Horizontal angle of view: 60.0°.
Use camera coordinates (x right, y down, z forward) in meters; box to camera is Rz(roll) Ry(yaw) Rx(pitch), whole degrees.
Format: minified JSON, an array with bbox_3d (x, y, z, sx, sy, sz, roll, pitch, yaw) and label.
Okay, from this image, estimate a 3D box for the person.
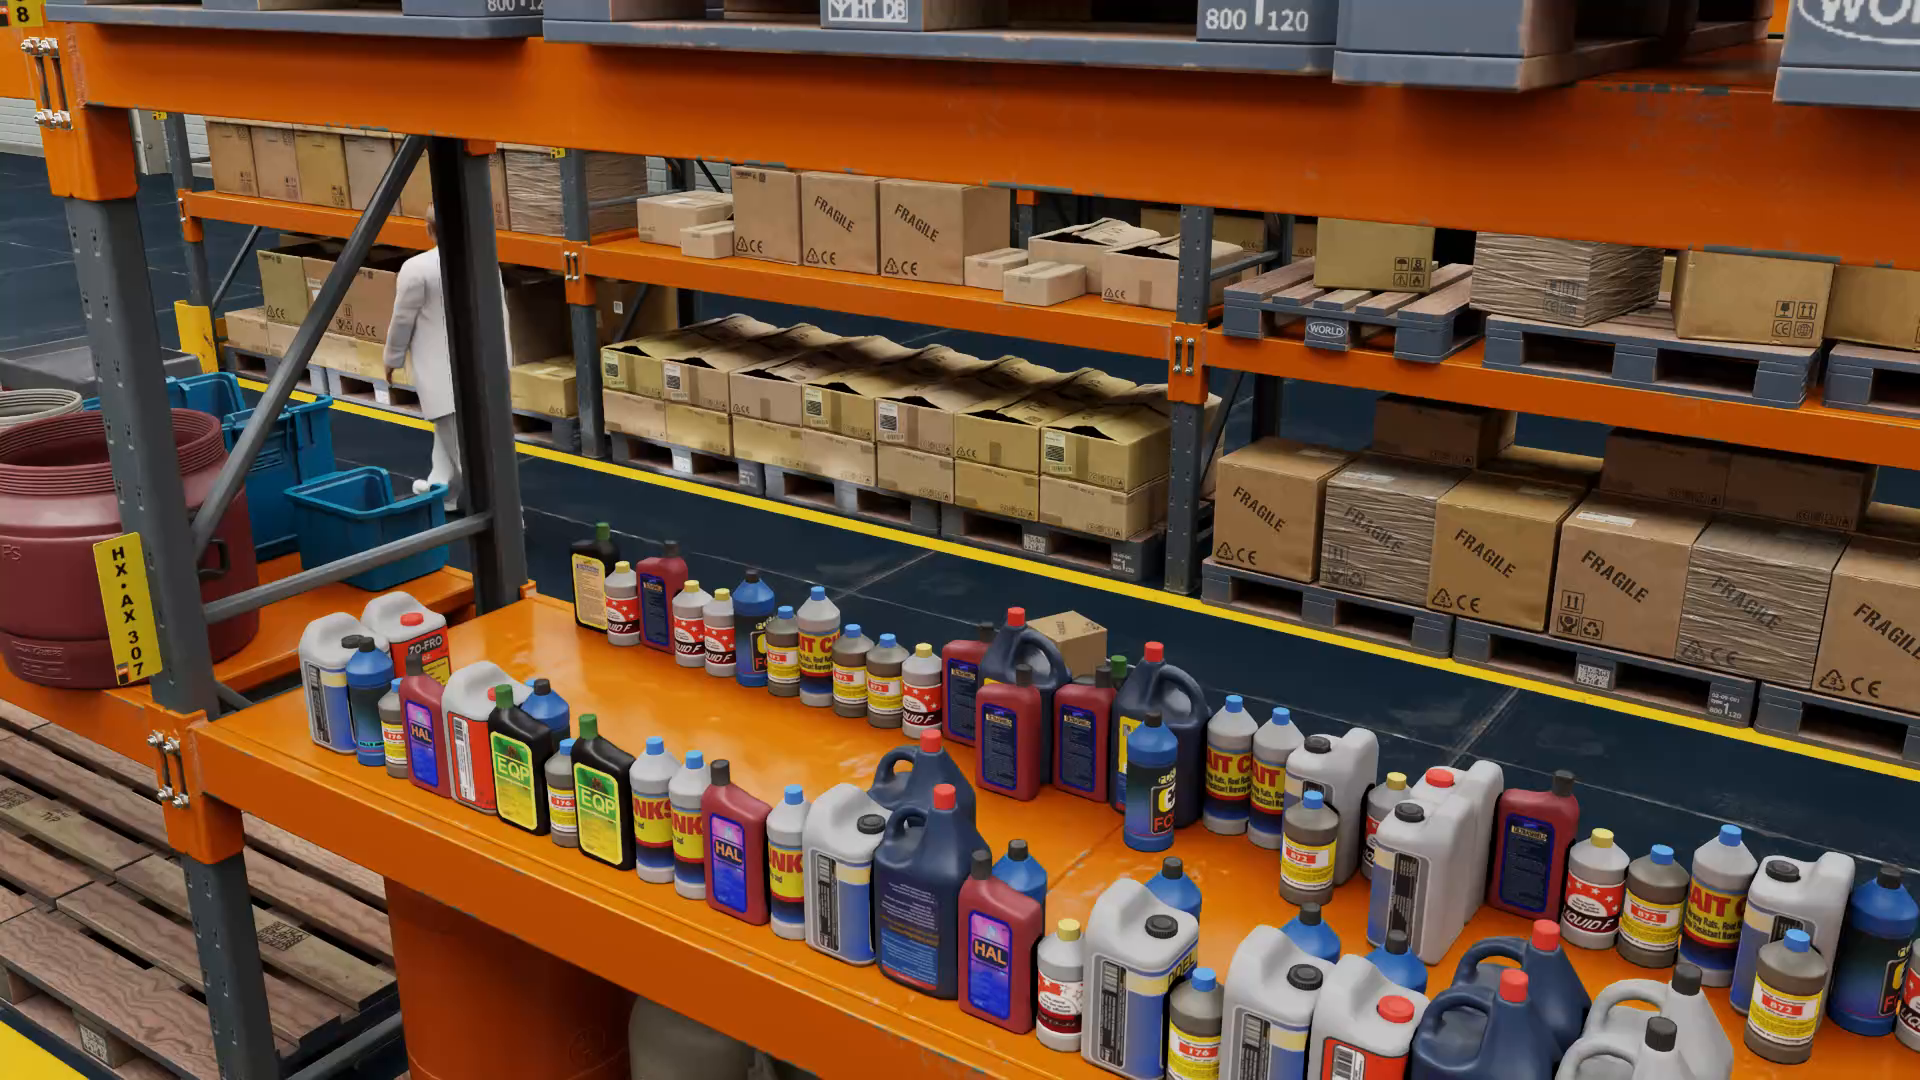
[{"bbox_3d":[-2.674,-0.910,8.665,1.125,1.727,0.557,14,24,35],"label":"person"}]
